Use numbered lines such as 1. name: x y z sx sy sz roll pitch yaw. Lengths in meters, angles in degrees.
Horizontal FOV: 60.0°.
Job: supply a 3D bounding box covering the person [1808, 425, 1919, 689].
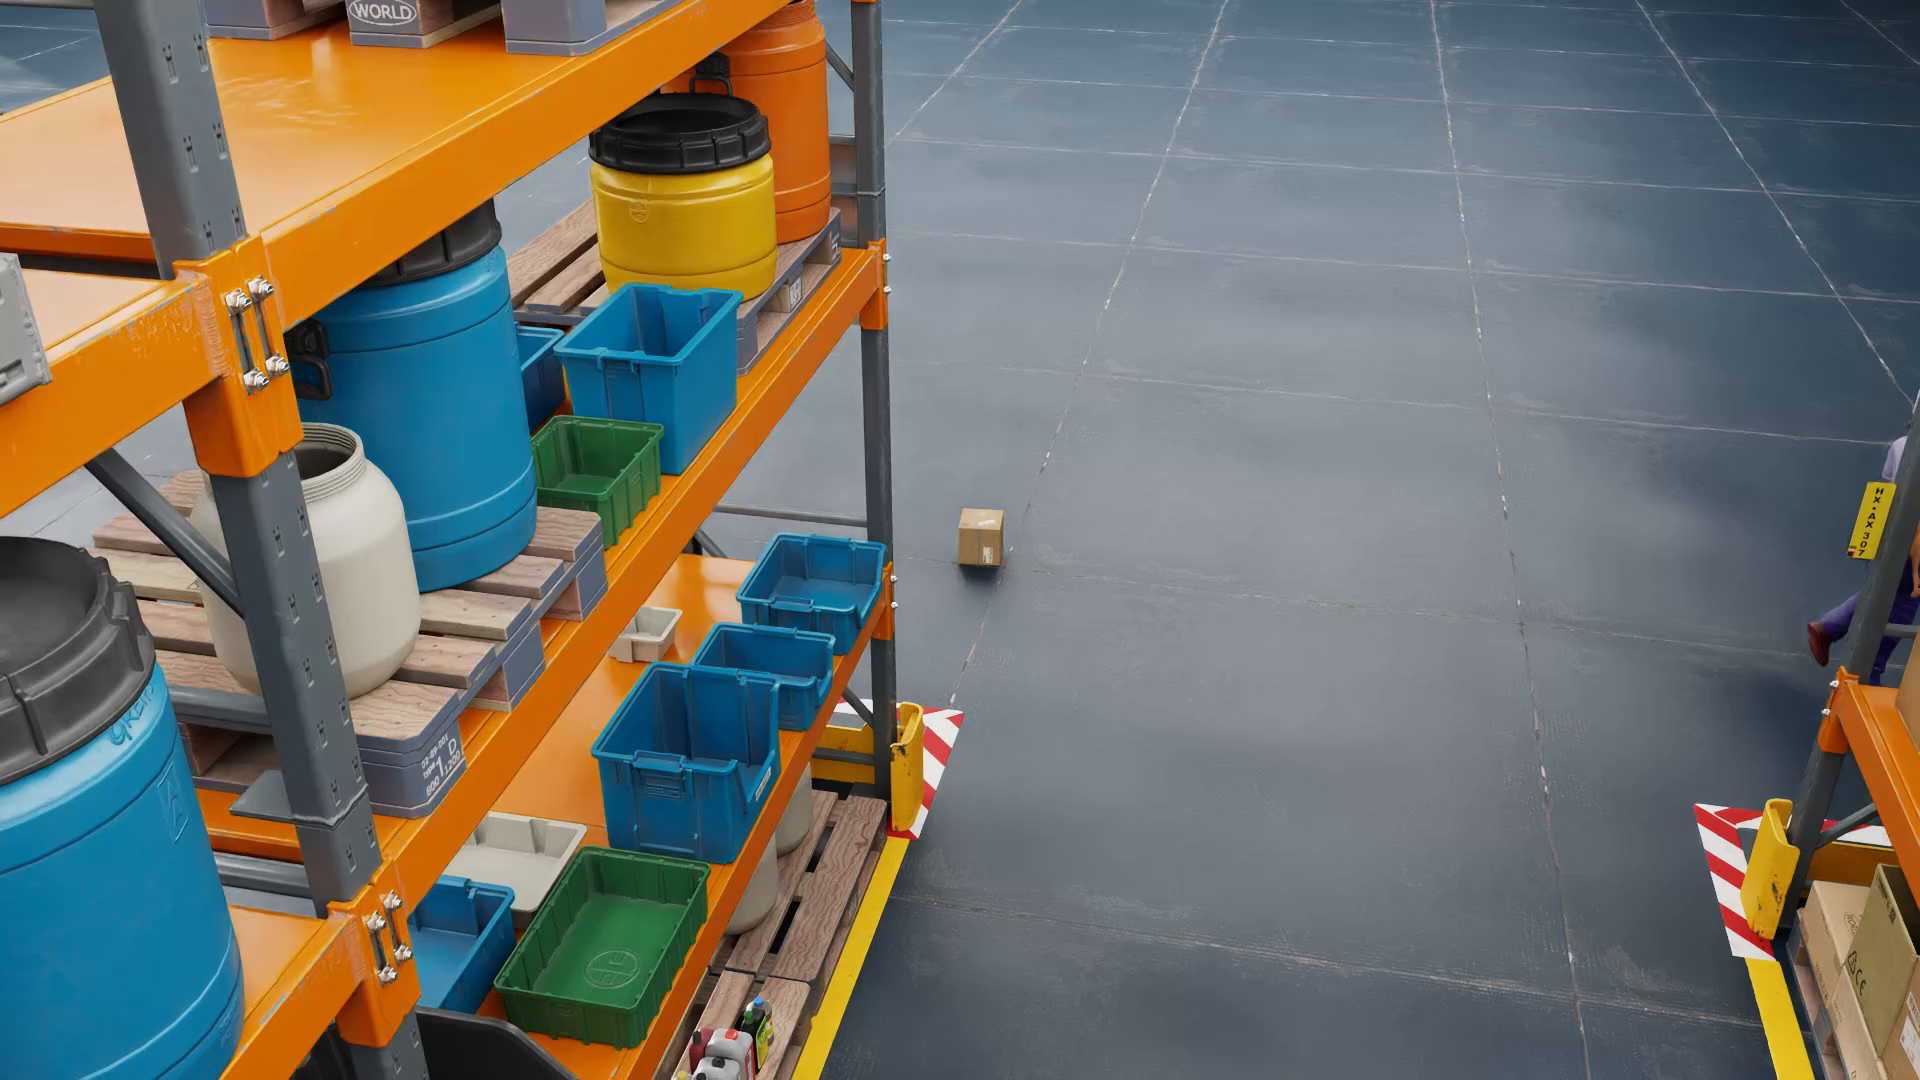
1. person: 4.752 0.049 8.484 0.495 1.650 0.519 5 29 9
